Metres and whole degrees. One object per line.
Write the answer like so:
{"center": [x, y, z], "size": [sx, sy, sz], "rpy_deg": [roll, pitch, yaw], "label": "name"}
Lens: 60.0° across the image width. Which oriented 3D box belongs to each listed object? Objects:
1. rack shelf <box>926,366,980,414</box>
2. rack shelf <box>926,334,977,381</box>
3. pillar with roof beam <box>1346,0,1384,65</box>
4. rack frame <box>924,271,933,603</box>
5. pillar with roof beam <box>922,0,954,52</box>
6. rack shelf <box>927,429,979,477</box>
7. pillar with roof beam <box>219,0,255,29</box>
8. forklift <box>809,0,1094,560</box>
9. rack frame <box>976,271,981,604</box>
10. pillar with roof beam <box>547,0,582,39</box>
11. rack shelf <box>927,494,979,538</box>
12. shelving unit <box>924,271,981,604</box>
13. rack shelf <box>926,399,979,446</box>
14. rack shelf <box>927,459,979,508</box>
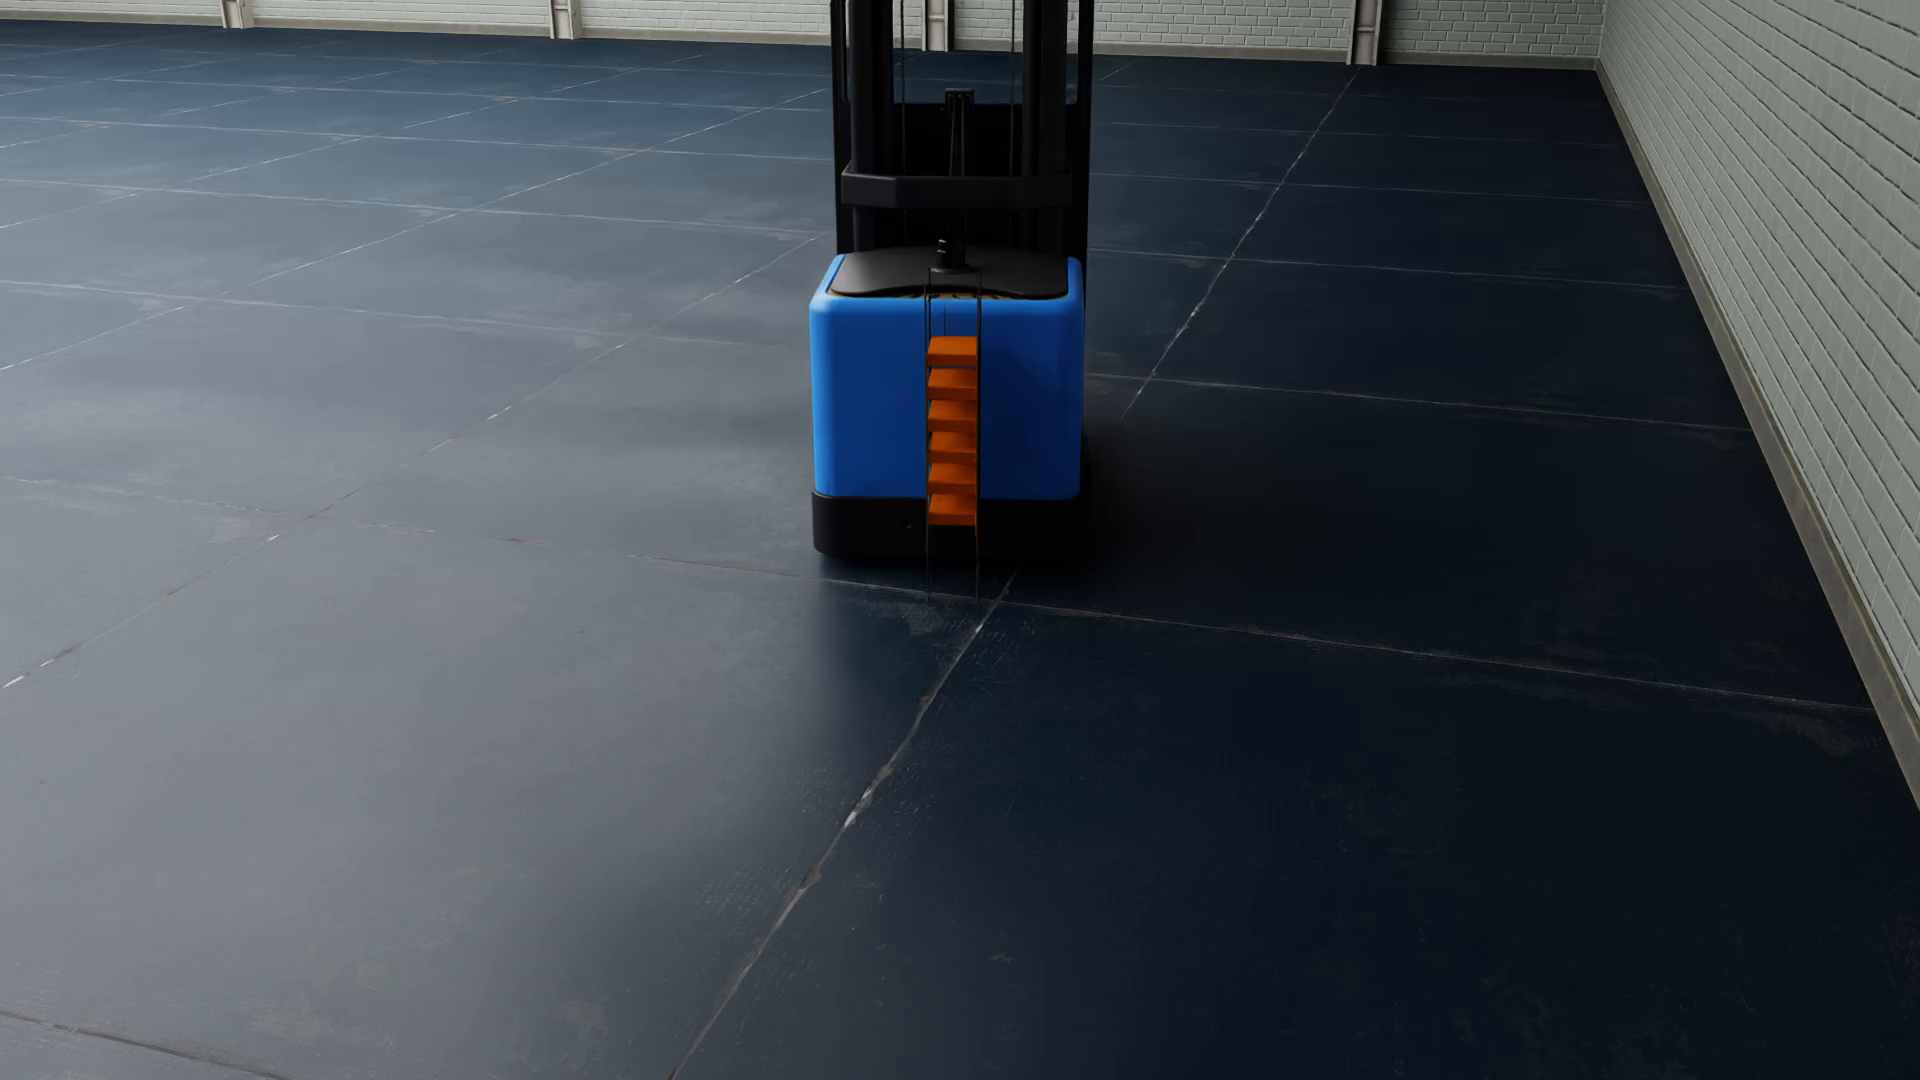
{"center": [-0.023, -0.544, 5.998], "size": [0.180, 0.103, 0.258], "rpy_deg": [1, 22, 3], "label": "rack shelf"}
{"center": [-0.023, -0.655, 5.953], "size": [0.180, 0.103, 0.258], "rpy_deg": [1, 22, 3], "label": "rack shelf"}
{"center": [4.186, -9.026, 16.916], "size": [0.400, 9.000, 9.100], "rpy_deg": [7, 23, 16], "label": "pillar with roof beam"}
{"center": [-0.115, -0.365, 6.077], "size": [0.006, 1.200, 0.240], "rpy_deg": [1, 22, 3], "label": "rack frame"}
{"center": [-1.559, -9.683, 18.520], "size": [0.400, 9.000, 9.100], "rpy_deg": [7, 23, 16], "label": "pillar with roof beam"}
{"center": [-0.023, -0.322, 6.090], "size": [0.180, 0.103, 0.258], "rpy_deg": [1, 22, 3], "label": "rack shelf"}
{"center": [-13.047, -10.999, 21.727], "size": [0.400, 9.000, 9.100], "rpy_deg": [7, 23, 16], "label": "pillar with roof beam"}
{"center": [0.022, -1.795, 7.283], "size": [1.130, 2.935, 3.031], "rpy_deg": [1, 22, 3], "label": "forklift"}
{"center": [0.068, -0.361, 6.069], "size": [0.006, 1.200, 0.240], "rpy_deg": [1, 22, 3], "label": "rack frame"}
{"center": [-7.303, -10.341, 20.123], "size": [0.400, 9.000, 9.100], "rpy_deg": [7, 23, 16], "label": "pillar with roof beam"}
{"center": [-0.023, -0.100, 6.181], "size": [0.180, 0.103, 0.258], "rpy_deg": [1, 22, 3], "label": "rack shelf"}
{"center": [-0.023, -0.363, 6.073], "size": [0.189, 1.200, 0.258], "rpy_deg": [1, 22, 3], "label": "shelving unit"}
{"center": [-0.023, -0.433, 6.044], "size": [0.180, 0.103, 0.258], "rpy_deg": [1, 22, 3], "label": "rack shelf"}
{"center": [-0.023, -0.211, 6.135], "size": [0.180, 0.103, 0.258], "rpy_deg": [1, 22, 3], "label": "rack shelf"}
